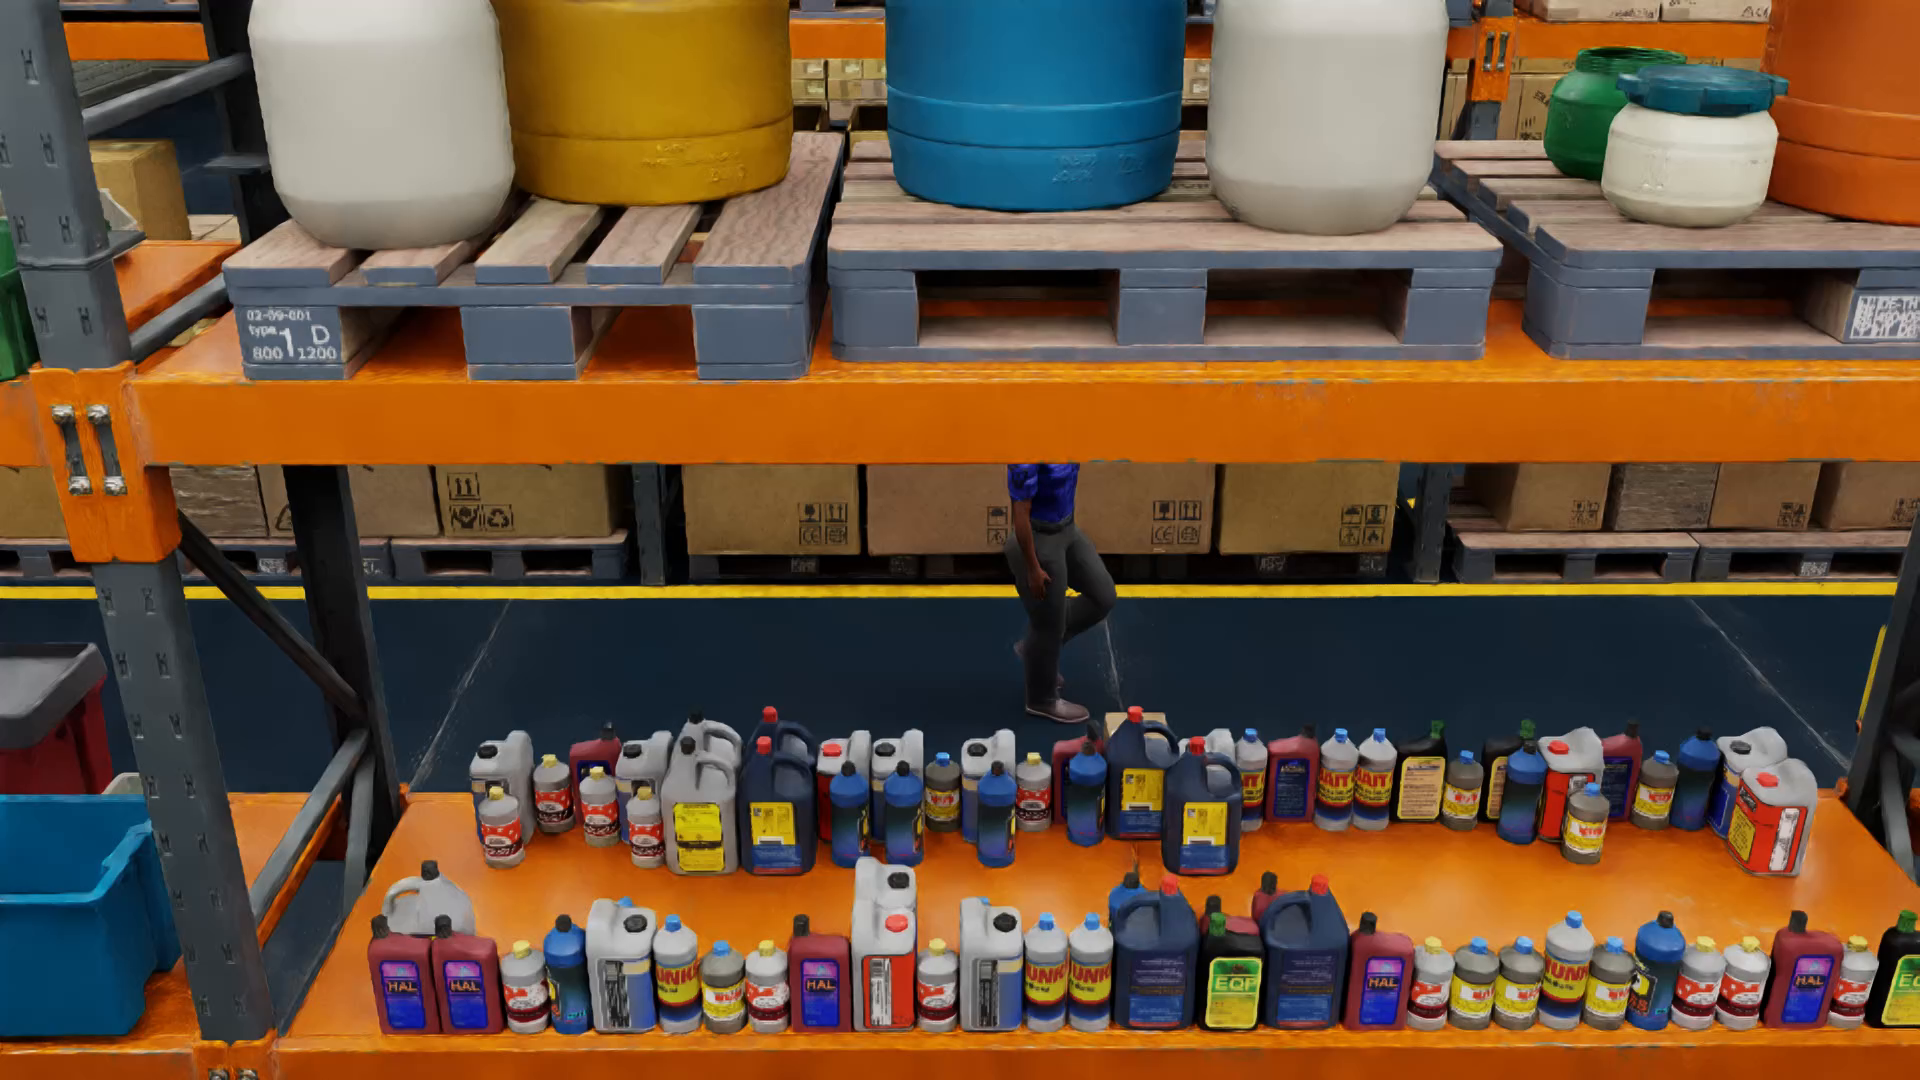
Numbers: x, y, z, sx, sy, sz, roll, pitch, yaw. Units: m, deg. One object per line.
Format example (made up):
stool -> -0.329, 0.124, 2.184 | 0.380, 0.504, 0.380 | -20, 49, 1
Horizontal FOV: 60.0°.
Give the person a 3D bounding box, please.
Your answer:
person -> 0.412, 0.030, 7.033 | 0.456, 1.657, 0.504 | 9, 26, 19
